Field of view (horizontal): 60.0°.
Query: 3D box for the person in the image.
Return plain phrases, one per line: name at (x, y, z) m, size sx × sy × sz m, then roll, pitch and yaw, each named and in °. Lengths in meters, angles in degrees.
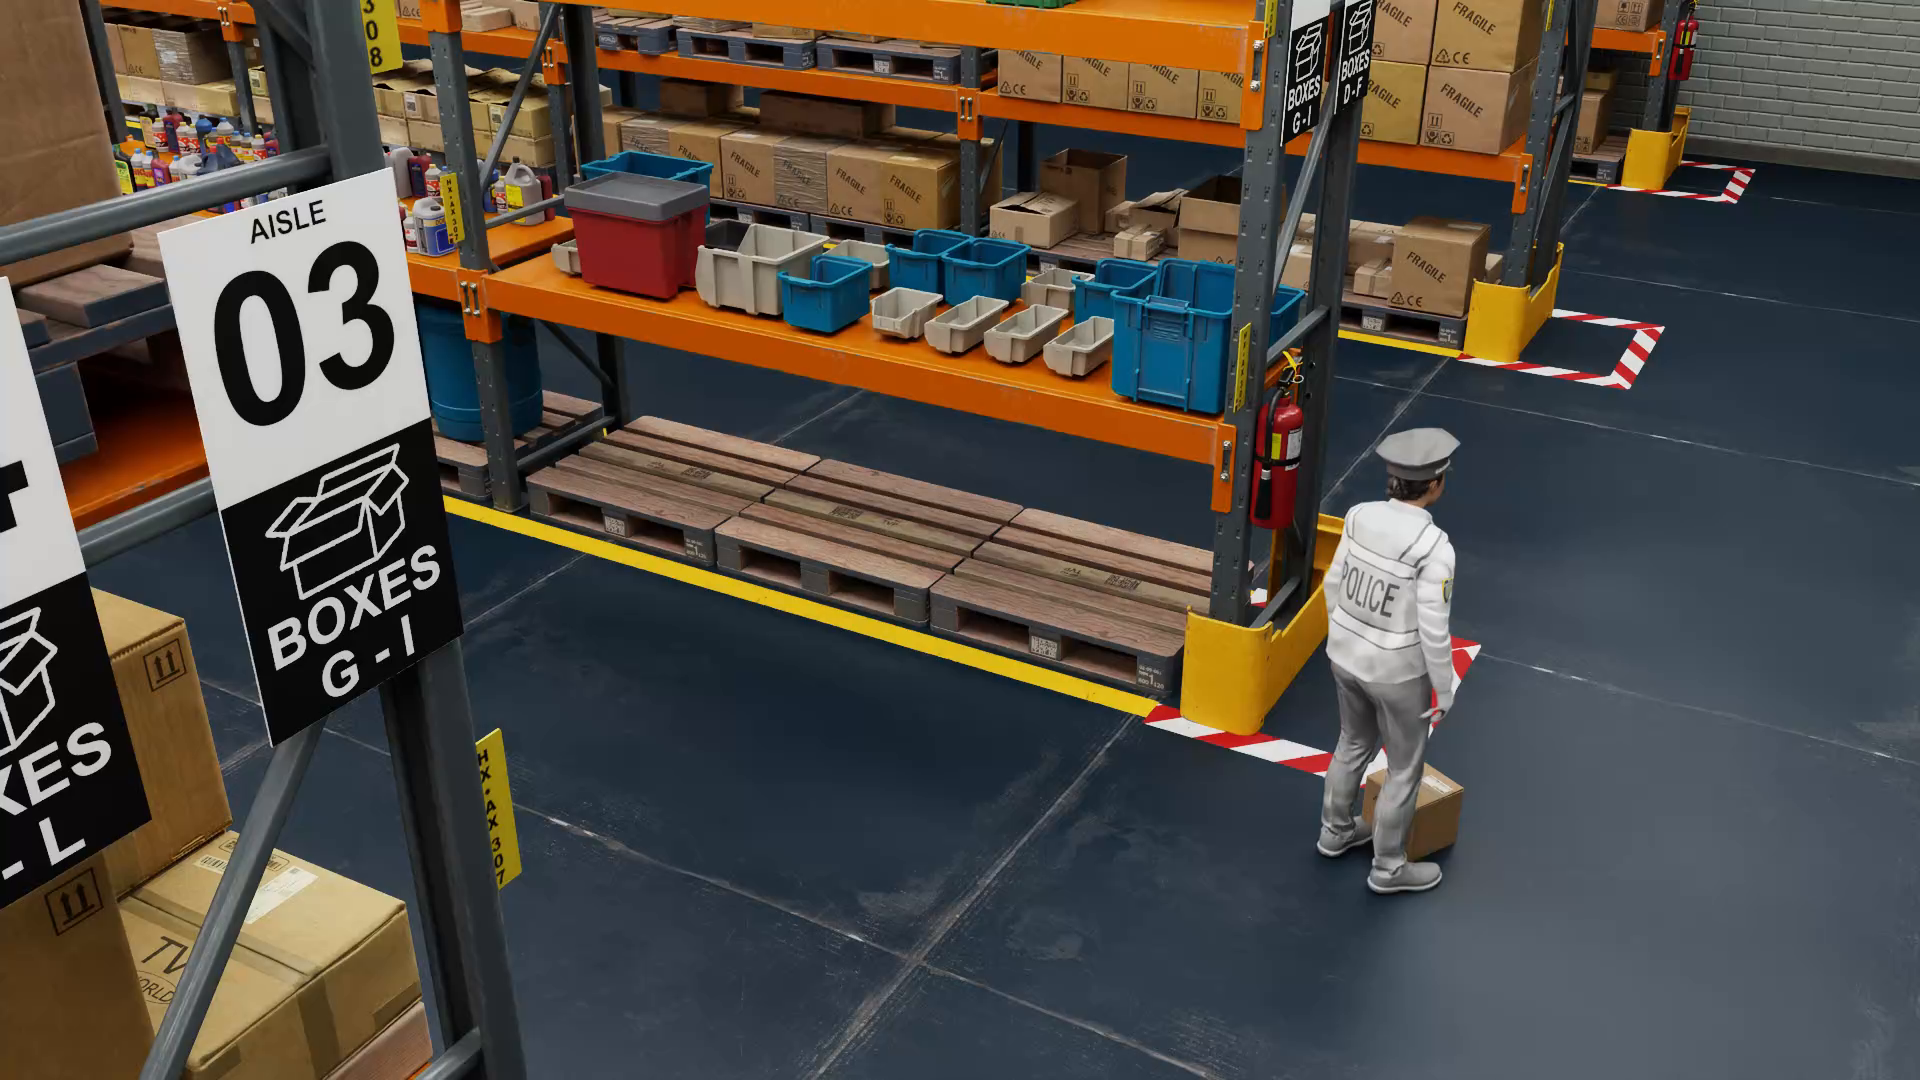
person at (1.475, 0.428, 5.756) m, size 0.370 × 1.667 × 0.549 m, roll -16°, pitch 31°, yaw -29°
